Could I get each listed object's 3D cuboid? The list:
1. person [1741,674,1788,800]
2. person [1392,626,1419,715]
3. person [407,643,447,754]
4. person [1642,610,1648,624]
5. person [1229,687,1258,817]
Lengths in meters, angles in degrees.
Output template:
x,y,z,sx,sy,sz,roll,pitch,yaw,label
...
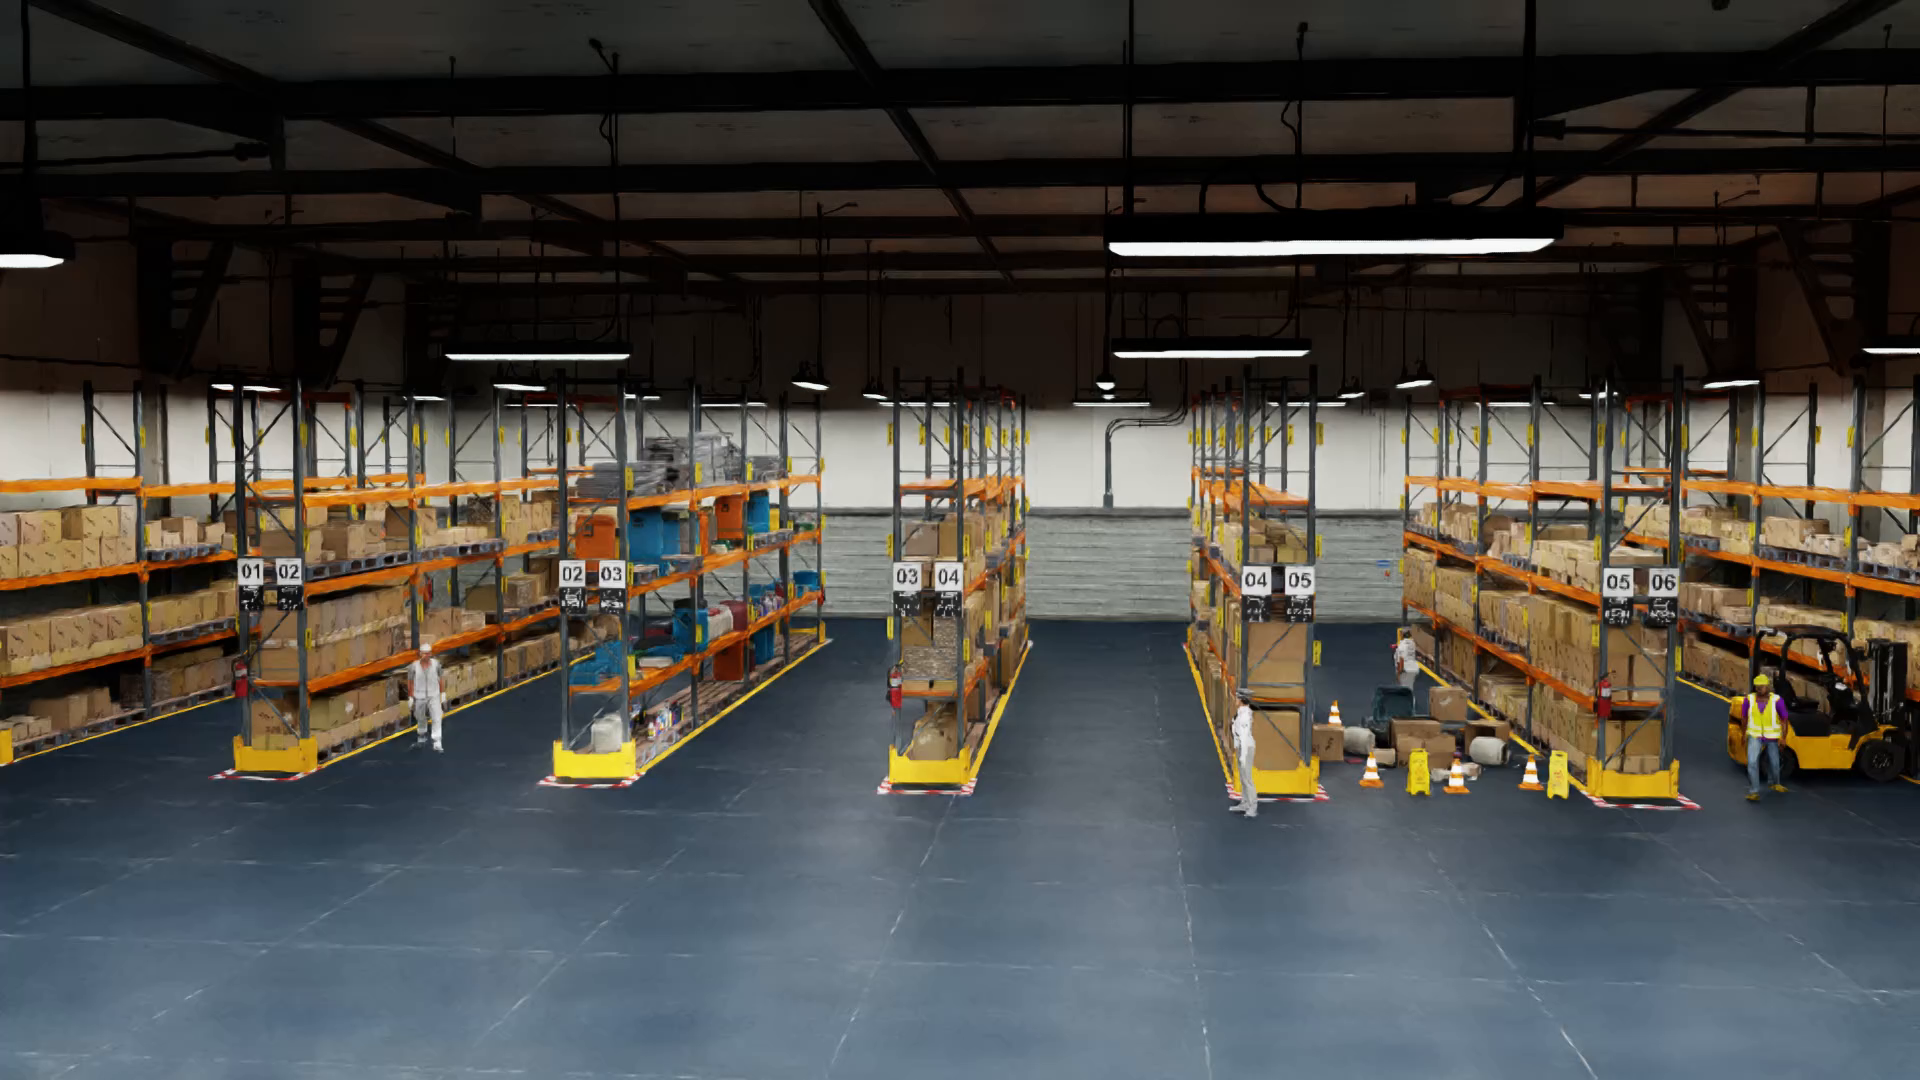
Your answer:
x,y,z,sx,sy,sz,roll,pitch,yaw,label
11.126,2.714,23.003,0.603,1.739,0.926,2,4,29,person
7.835,2.342,29.305,0.551,1.657,0.597,2,4,34,person
-8.459,2.498,26.391,0.593,1.747,0.968,-1,4,-17,person
16.489,1.751,39.682,0.518,1.591,0.469,-2,4,-29,person
3.759,2.791,22.004,0.380,1.667,0.587,1,4,9,person
